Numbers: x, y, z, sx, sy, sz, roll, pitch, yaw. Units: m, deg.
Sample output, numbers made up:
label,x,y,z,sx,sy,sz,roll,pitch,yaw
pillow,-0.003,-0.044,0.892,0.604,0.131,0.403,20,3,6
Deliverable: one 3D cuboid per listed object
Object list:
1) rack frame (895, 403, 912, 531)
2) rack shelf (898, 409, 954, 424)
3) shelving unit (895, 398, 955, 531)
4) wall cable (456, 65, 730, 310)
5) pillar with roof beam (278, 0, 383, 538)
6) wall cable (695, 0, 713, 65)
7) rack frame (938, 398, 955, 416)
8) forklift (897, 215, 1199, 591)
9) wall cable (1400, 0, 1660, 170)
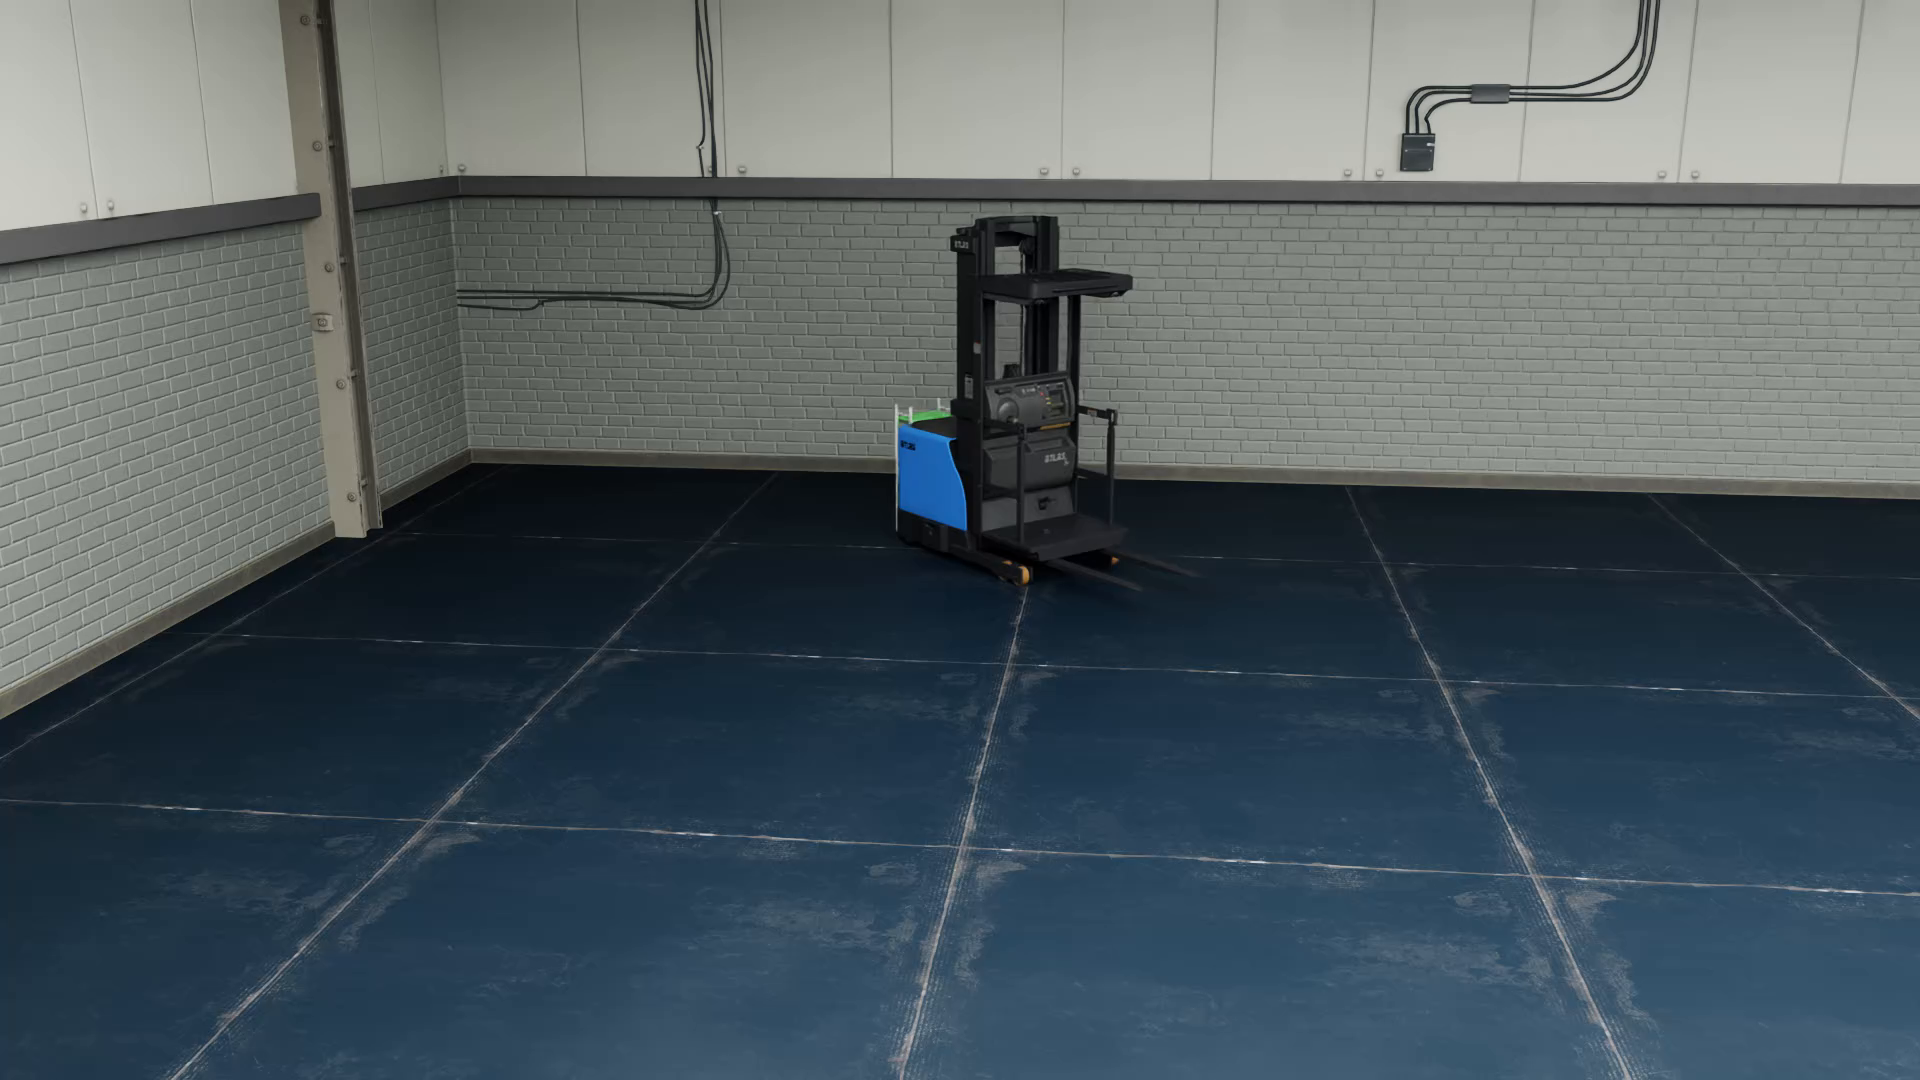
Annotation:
label,x,y,z,sx,sy,sz,roll,pitch,yaw
rack frame,-0.513,-0.642,15.236,0.015,1.200,0.240,-12,19,-37
rack shelf,-0.321,-1.083,15.273,0.480,0.148,0.258,-12,19,-37
shelving unit,-0.321,-0.681,15.382,0.503,1.200,0.258,-12,19,-37
wall cable,-3.947,-3.647,17.358,3.097,2.526,0.112,2,15,6
pillar with roof beam,-1.315,-4.294,13.803,9.100,9.000,0.400,2,15,6
wall cable,-1.258,-6.005,16.405,3.097,2.526,0.112,2,15,6
rack frame,-0.129,-0.720,15.527,0.015,1.200,0.240,-12,19,-37
forklift,0.726,-1.180,13.912,1.130,2.935,3.031,-11,19,-36
wall cable,5.485,-6.504,15.460,2.305,6.003,0.169,2,15,6
